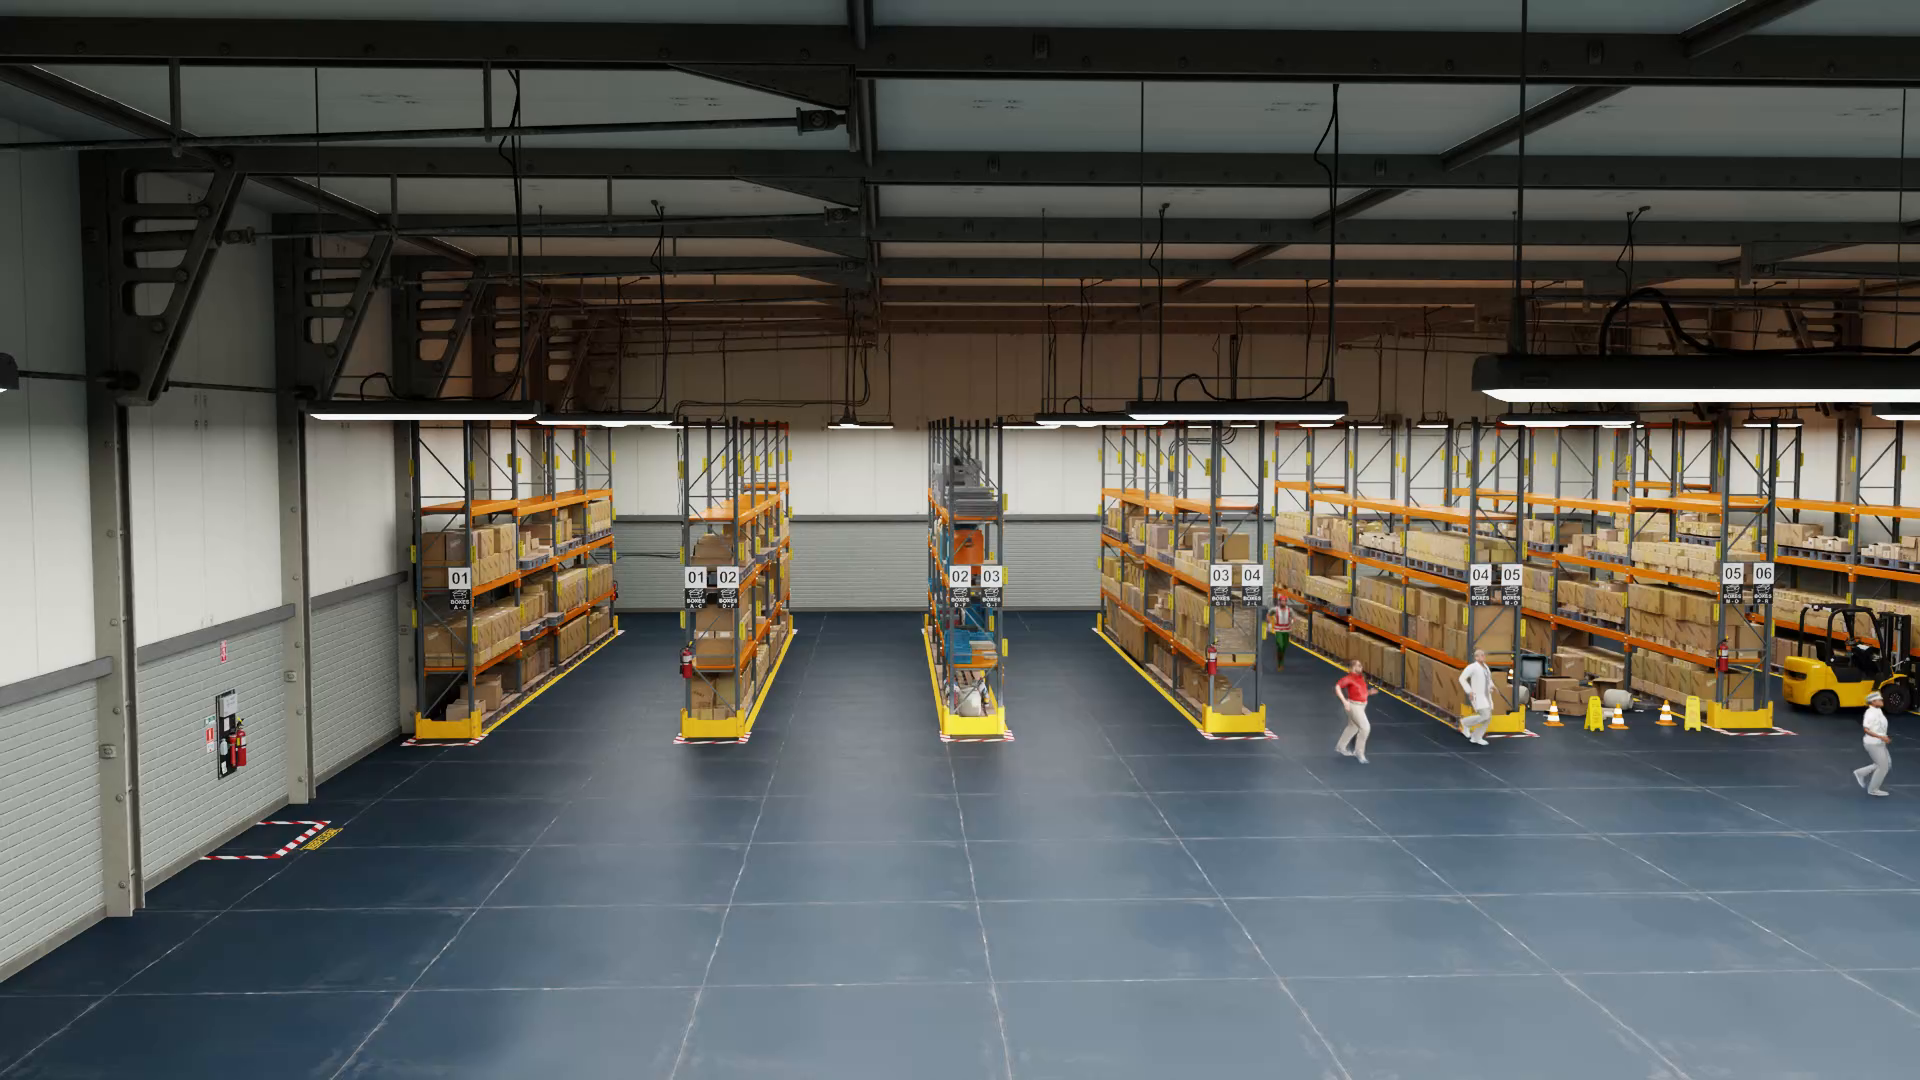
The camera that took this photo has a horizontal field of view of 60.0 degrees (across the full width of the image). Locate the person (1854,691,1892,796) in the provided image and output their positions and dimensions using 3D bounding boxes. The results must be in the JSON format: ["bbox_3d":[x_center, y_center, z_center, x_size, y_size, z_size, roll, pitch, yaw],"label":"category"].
[{"bbox_3d":[14.382,3.187,26.168,0.584,1.650,0.573,3,5,41],"label":"person"}]

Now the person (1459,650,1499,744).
[{"bbox_3d":[9.531,2.877,30.469,0.717,1.733,0.637,-3,5,-36],"label":"person"}]

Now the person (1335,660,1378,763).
[{"bbox_3d":[6.898,2.984,28.947,0.761,1.802,0.633,2,4,30],"label":"person"}]

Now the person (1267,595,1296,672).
[{"bbox_3d":[7.739,2.238,39.890,0.639,1.845,0.783,-1,4,-8],"label":"person"}]

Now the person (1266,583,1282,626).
[{"bbox_3d":[9.290,1.730,48.813,0.509,1.635,0.663,-1,4,-11],"label":"person"}]
